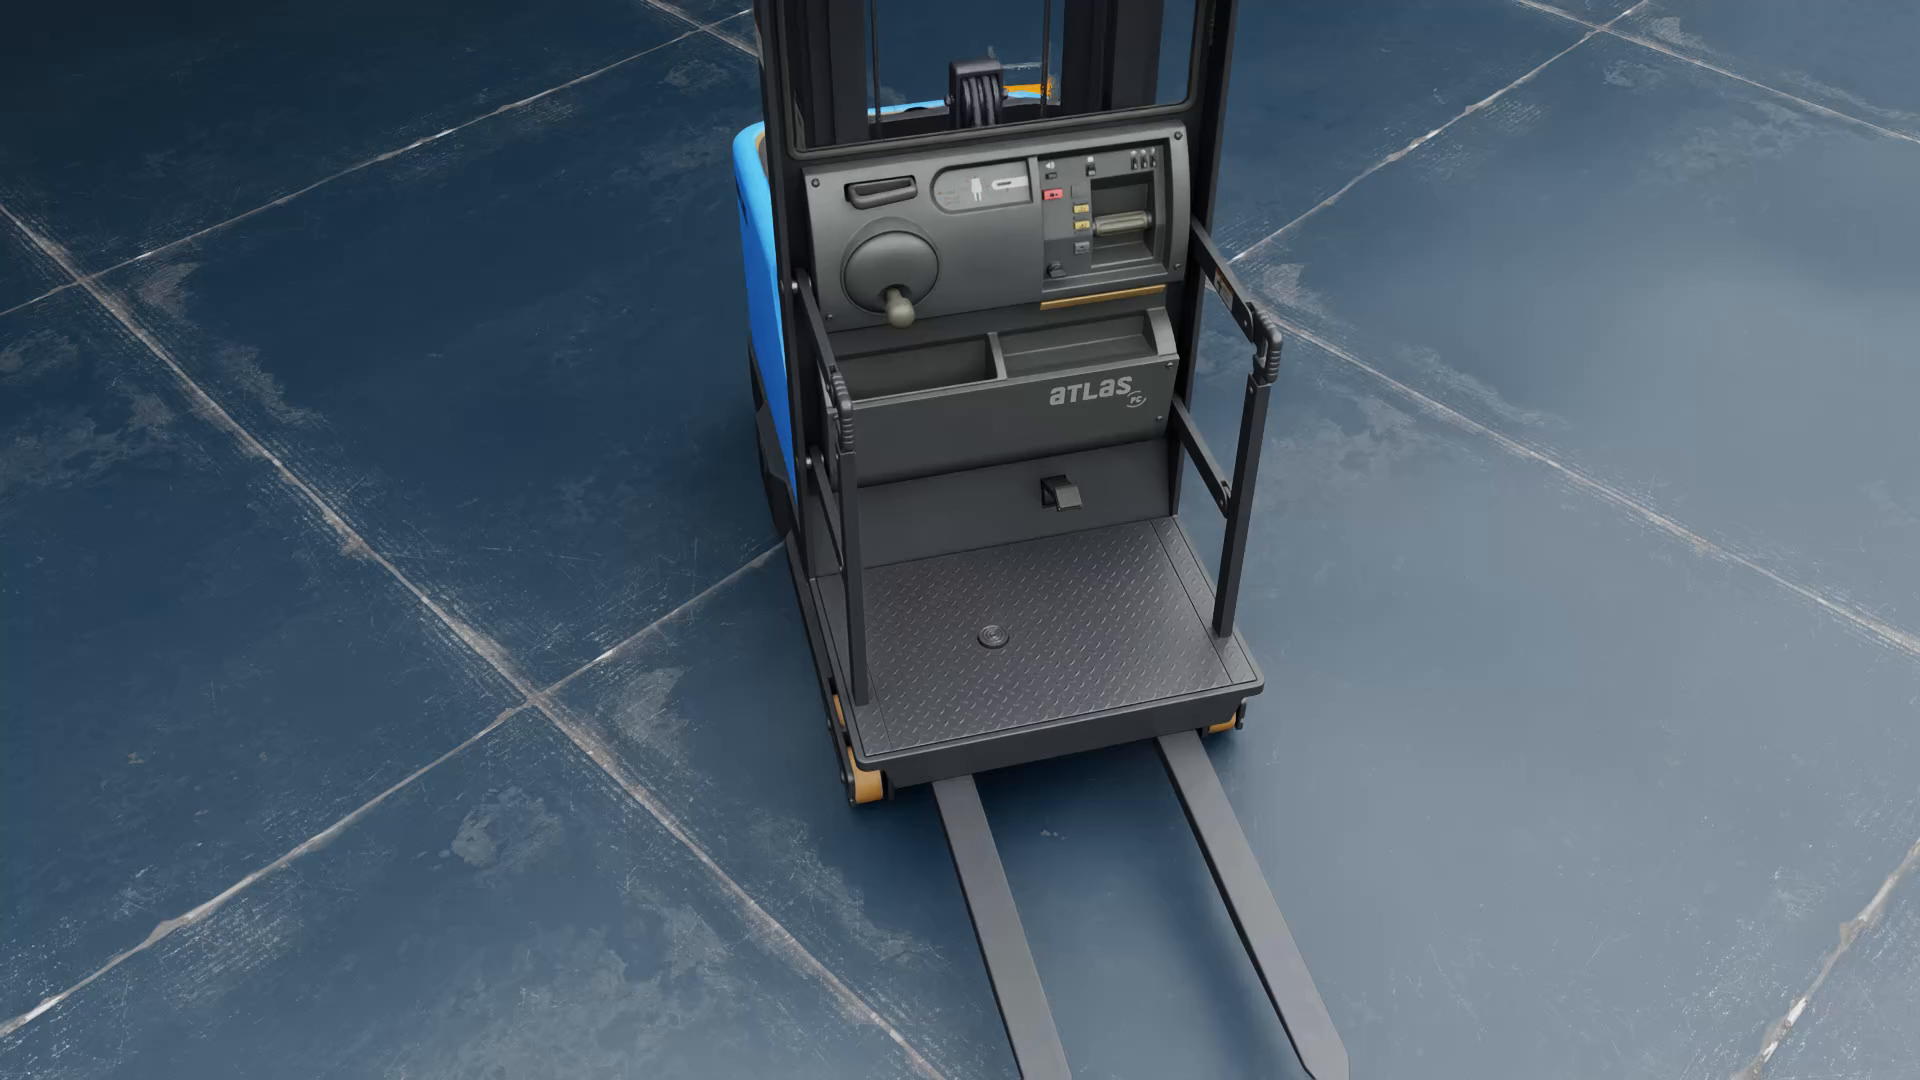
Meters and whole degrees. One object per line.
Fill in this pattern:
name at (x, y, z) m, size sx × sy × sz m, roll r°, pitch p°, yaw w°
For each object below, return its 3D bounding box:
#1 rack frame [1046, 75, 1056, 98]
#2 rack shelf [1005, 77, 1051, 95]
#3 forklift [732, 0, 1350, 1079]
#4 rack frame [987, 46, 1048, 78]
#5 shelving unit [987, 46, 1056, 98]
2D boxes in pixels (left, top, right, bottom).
rack frame at (0.229, -1.072, 5.618) m, size 0.200 × 1.050 × 0.008 m, roll -4°, pitch 41°, yaw -1°
rack shelf at (0.208, -1.357, 5.530) m, size 0.215 × 0.259 × 0.240 m, roll -4°, pitch 41°, yaw -1°
forklift at (0.156, -0.662, 3.807) m, size 1.130 × 2.935 × 3.031 m, roll -10°, pitch 44°, yaw -10°
rack frame at (0.214, -1.231, 5.802) m, size 0.200 × 1.050 × 0.008 m, roll -4°, pitch 41°, yaw -1°
shelving unit at (0.221, -1.151, 5.710) m, size 0.215 × 1.050 × 0.252 m, roll -4°, pitch 41°, yaw -1°
